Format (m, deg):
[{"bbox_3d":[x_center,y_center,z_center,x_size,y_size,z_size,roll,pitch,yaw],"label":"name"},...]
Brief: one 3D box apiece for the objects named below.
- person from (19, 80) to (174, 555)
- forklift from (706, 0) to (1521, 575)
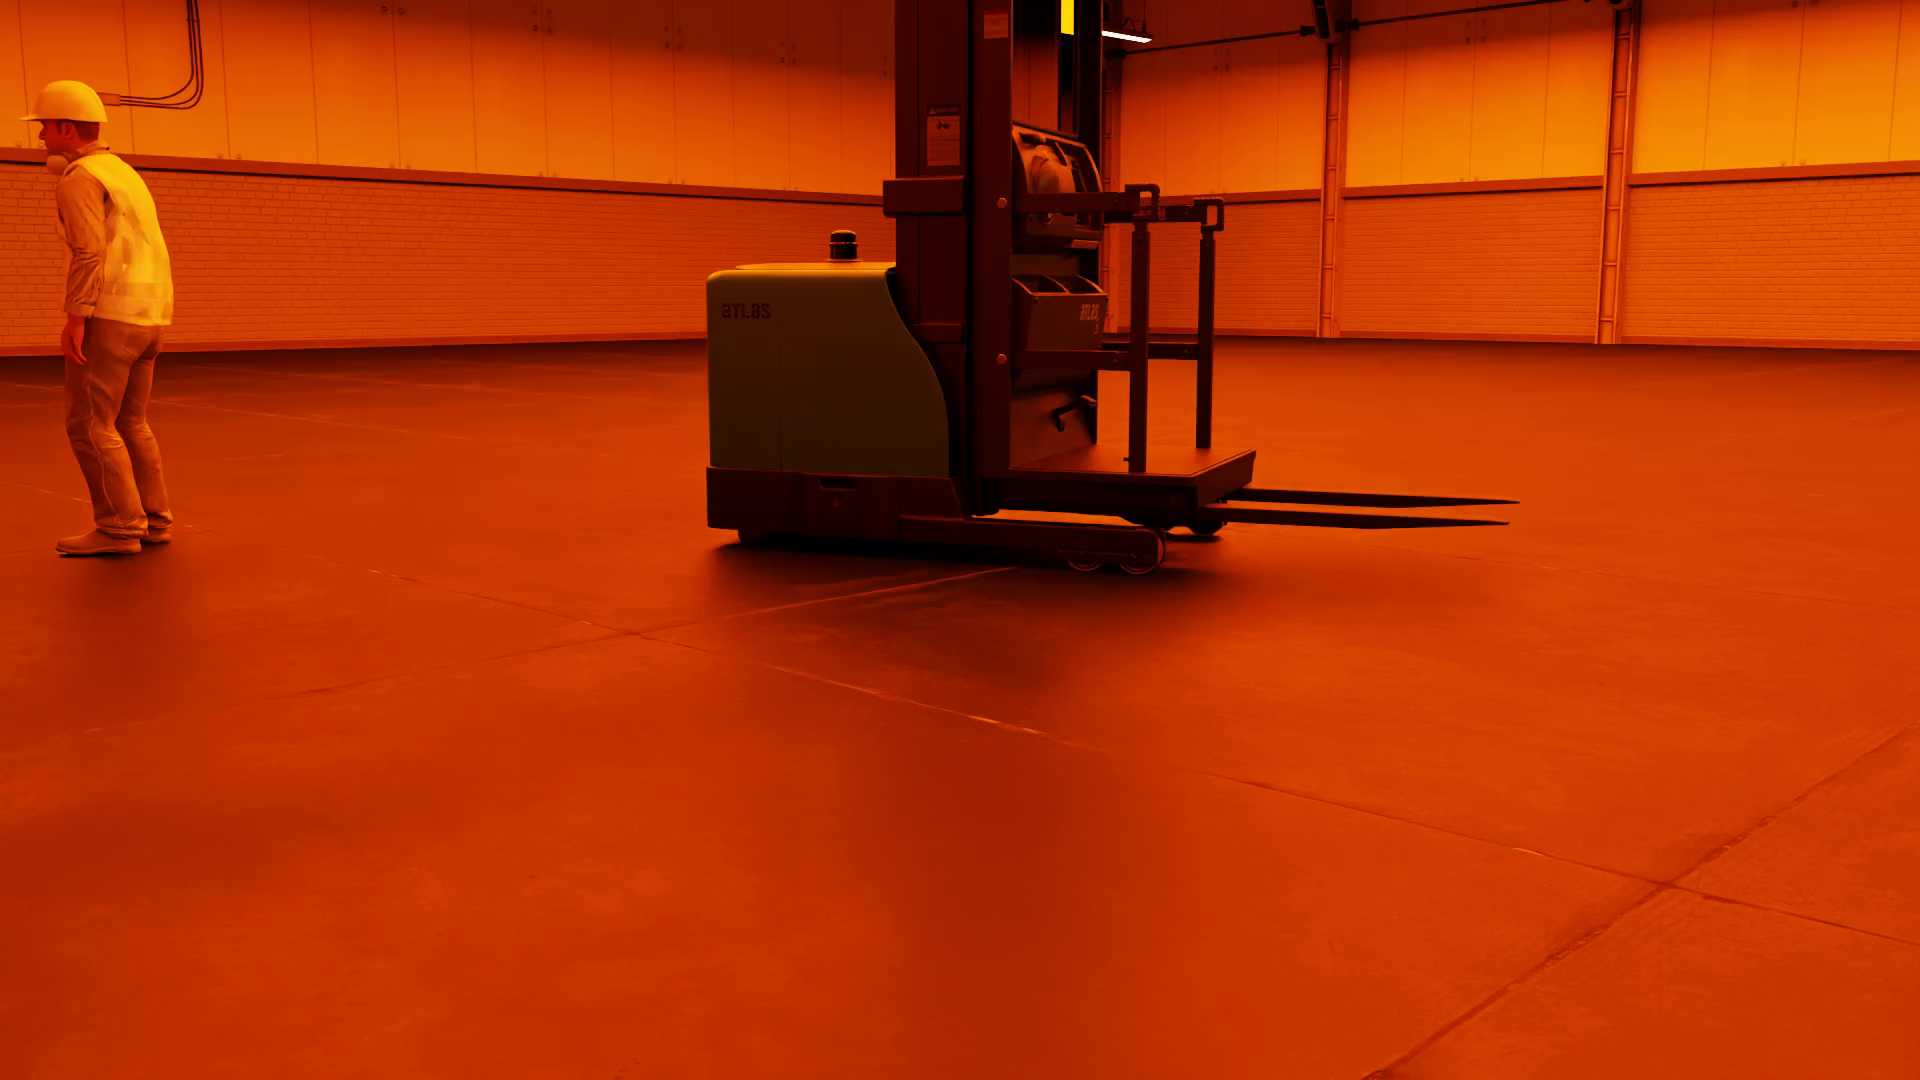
[{"bbox_3d":[-3.268,-0.842,6.363,0.465,1.771,0.592,-1,9,-6],"label":"person"},{"bbox_3d":[0.565,-1.416,6.275,3.031,2.935,1.130,3,9,22],"label":"forklift"}]
